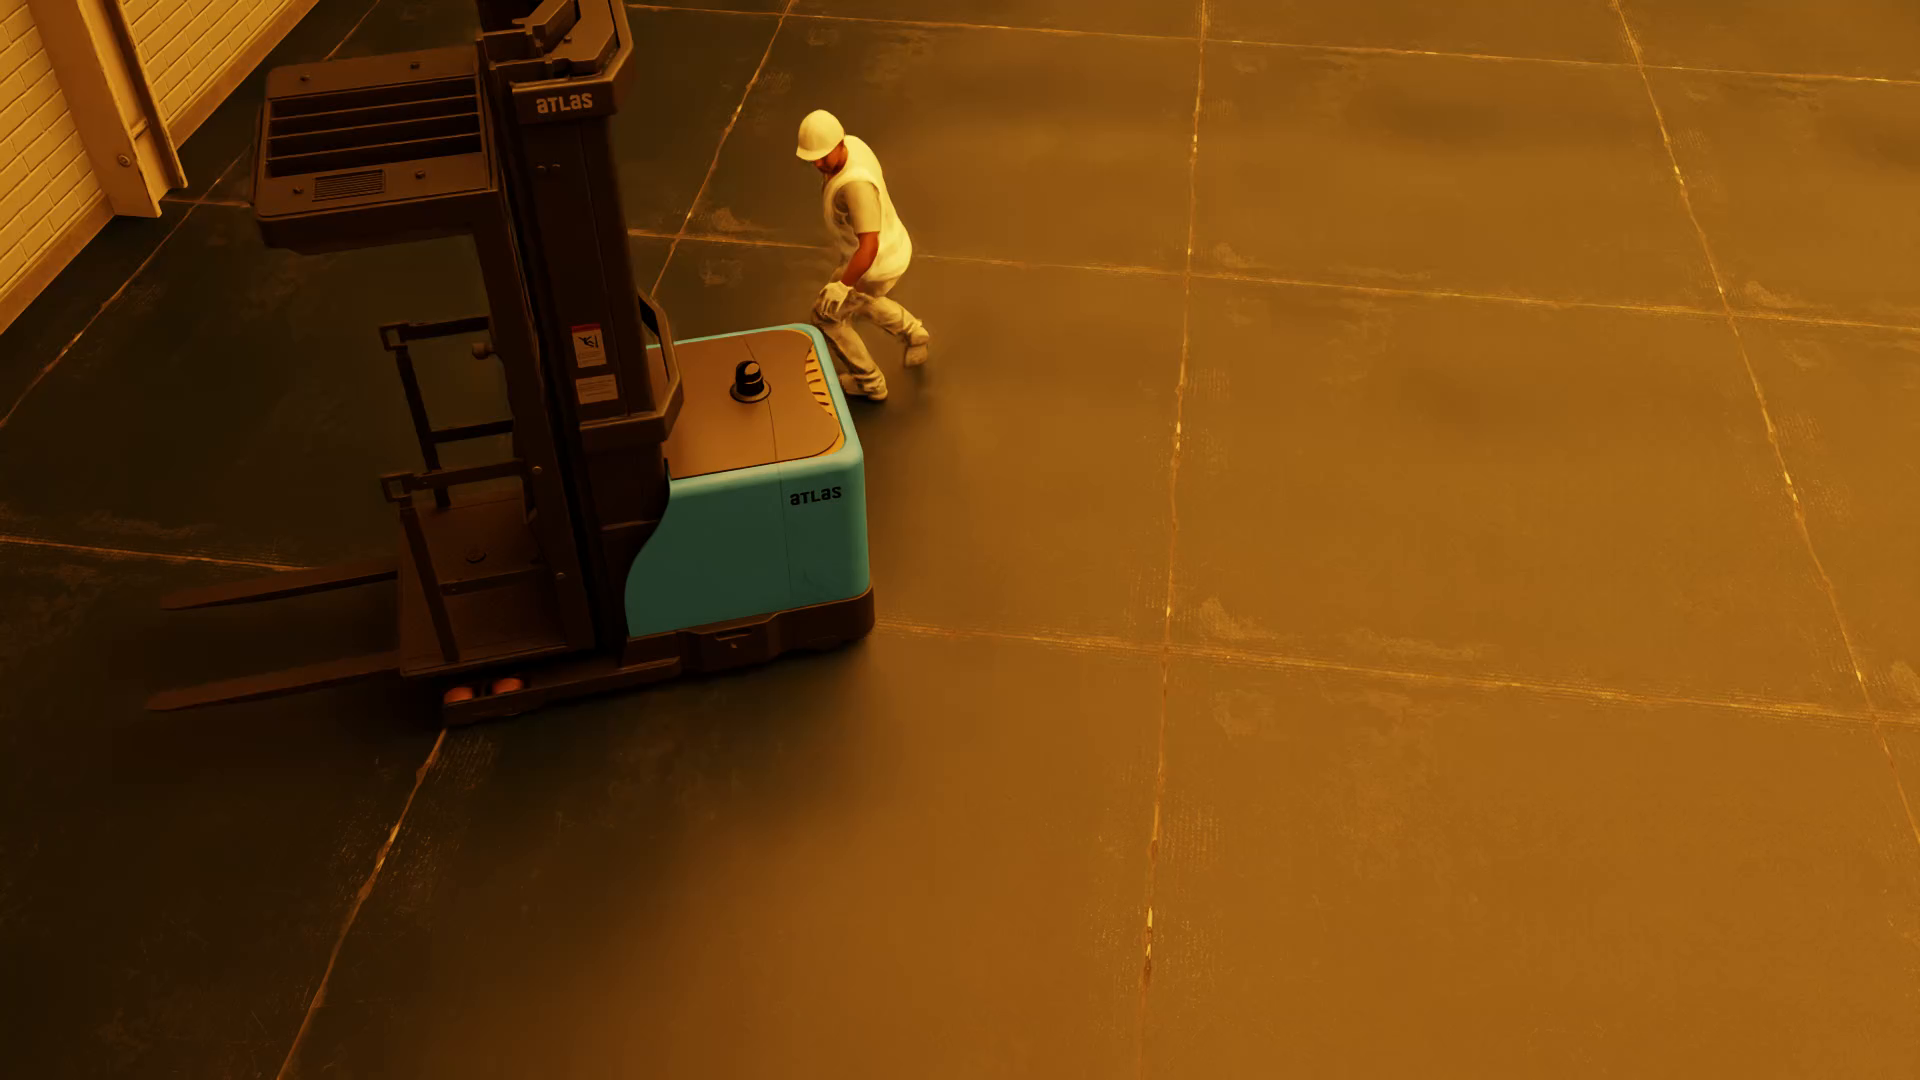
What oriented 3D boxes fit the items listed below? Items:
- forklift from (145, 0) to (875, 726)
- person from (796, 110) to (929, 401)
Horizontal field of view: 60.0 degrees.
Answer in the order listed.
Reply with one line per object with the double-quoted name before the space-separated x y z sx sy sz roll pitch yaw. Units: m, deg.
"forklift" -1.953 -0.696 6.482 3.031 2.935 1.130 -10 44 -11
"person" -0.458 -1.453 8.333 0.586 1.593 0.959 5 43 5
